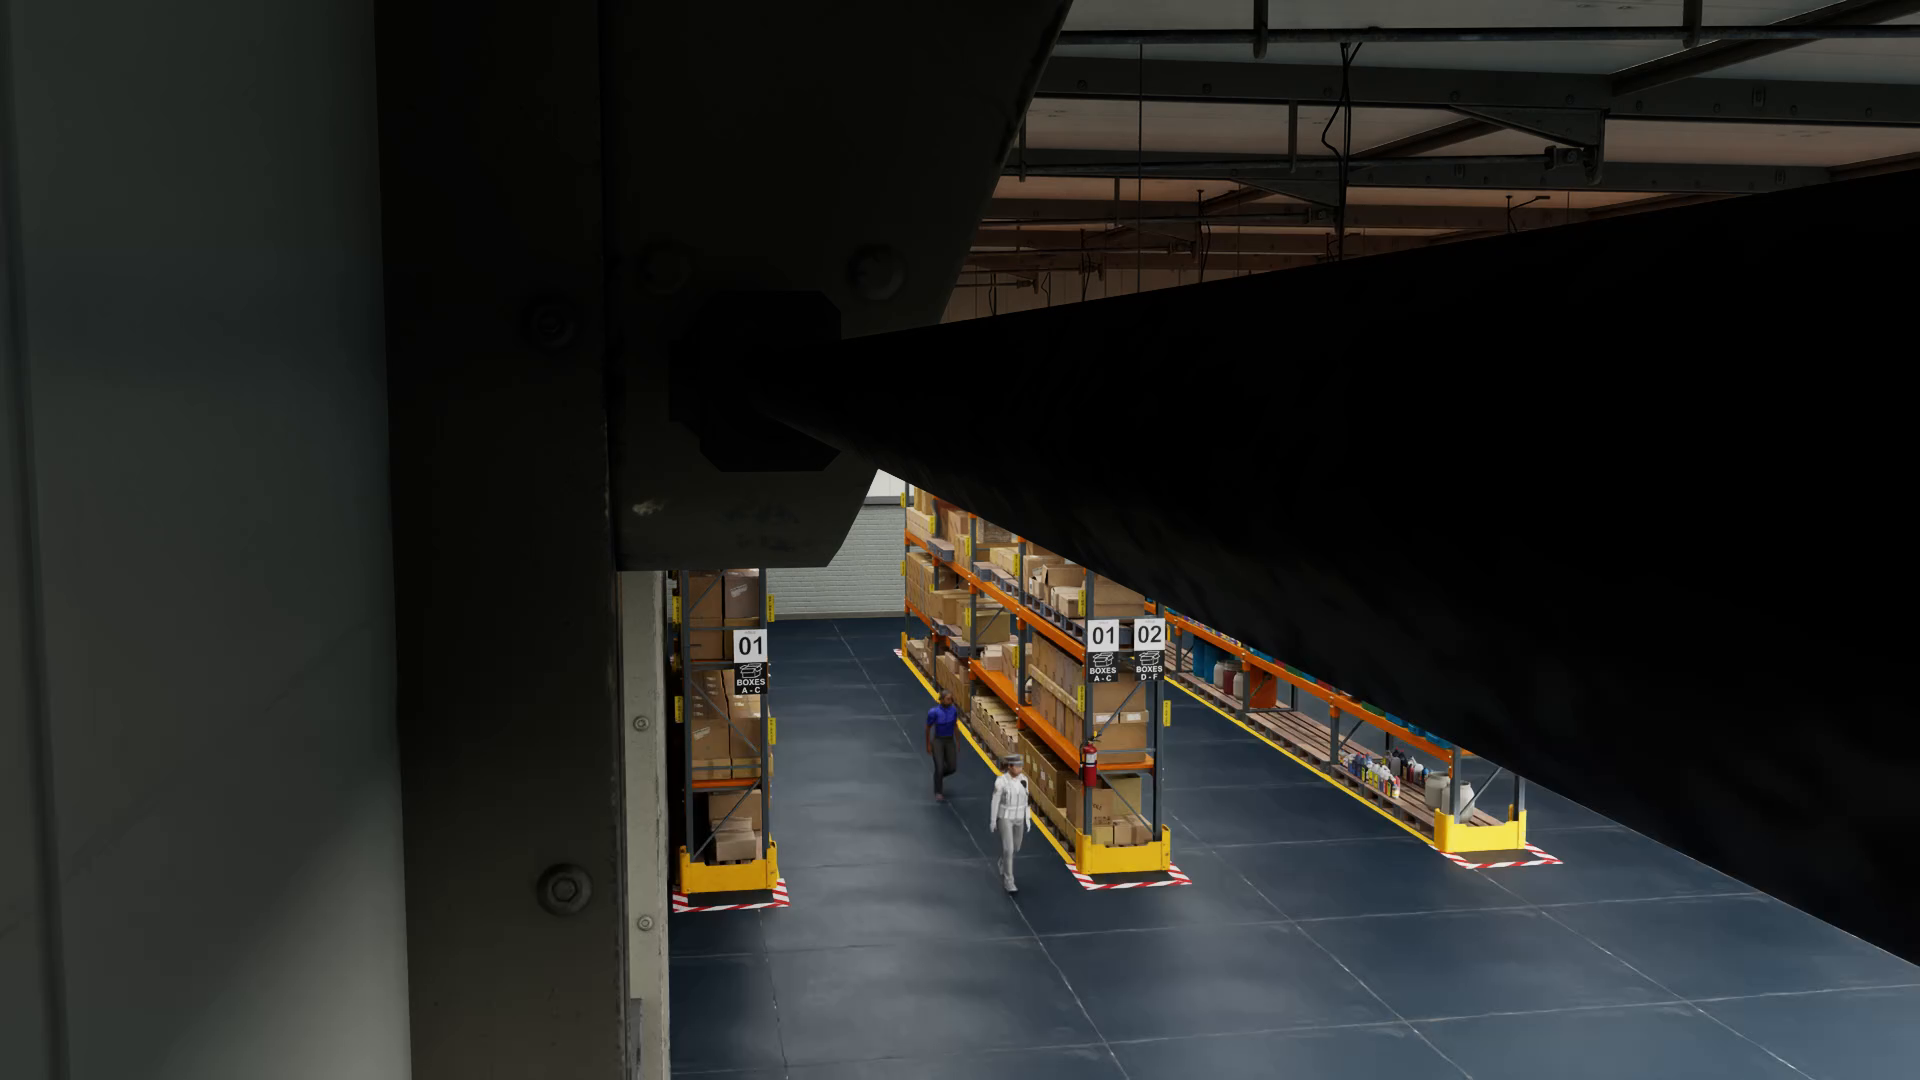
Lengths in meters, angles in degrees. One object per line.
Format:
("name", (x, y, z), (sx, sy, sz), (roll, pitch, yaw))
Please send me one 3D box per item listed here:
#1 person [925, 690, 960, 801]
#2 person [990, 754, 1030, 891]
("person", (-0.304, 2.989, 24.526), (0.507, 1.639, 0.570), (-3, 7, -30))
("person", (0.607, 3.408, 20.368), (0.490, 1.635, 0.824), (-4, 7, -32))
